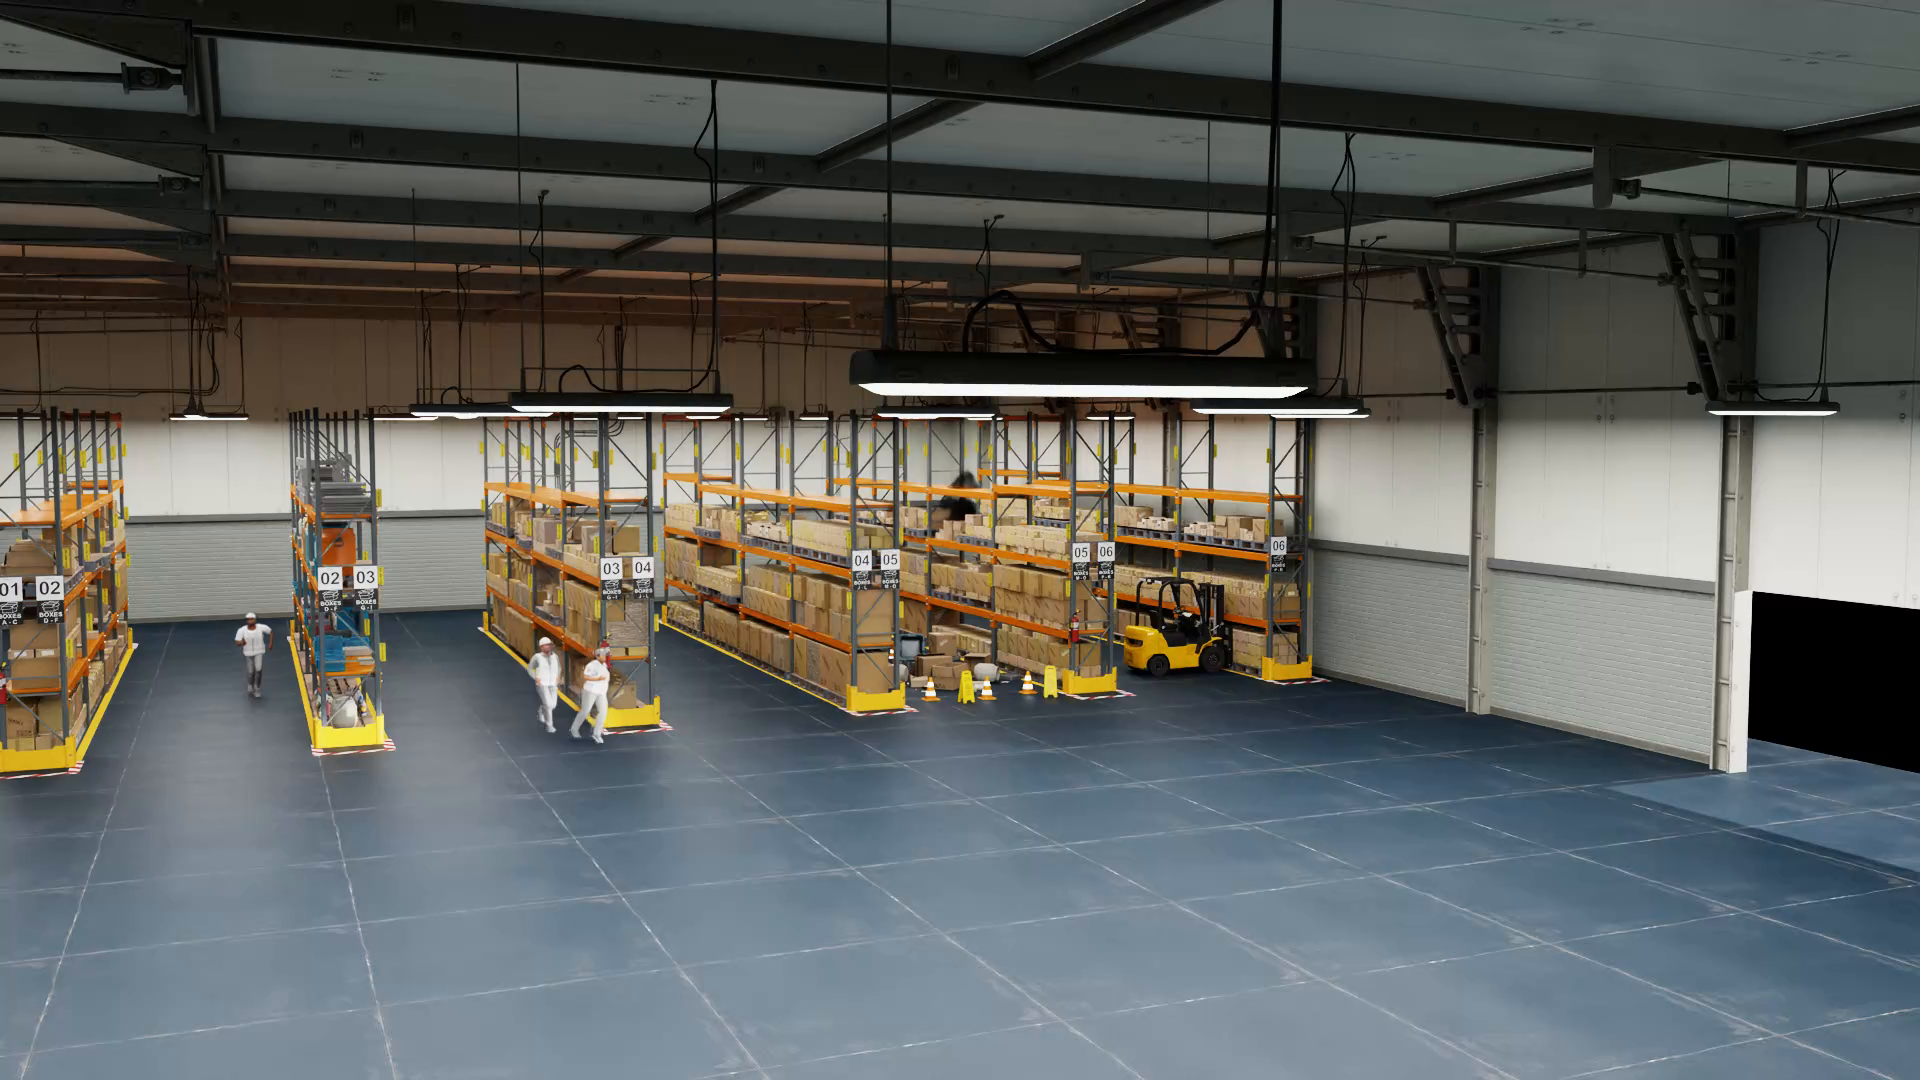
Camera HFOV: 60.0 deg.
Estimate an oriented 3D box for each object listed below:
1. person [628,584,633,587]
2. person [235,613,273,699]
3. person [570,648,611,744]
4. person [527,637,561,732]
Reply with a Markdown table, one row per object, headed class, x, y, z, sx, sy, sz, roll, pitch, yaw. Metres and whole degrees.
| class | x | y | z | sx | sy | sz | roll | pitch | yaw |
| --- | --- | --- | --- | --- | --- | --- | --- | --- | --- |
| person | -9.391 | 1.524 | 47.997 | 0.761 | 1.733 | 0.613 | 2 | 4 | 26 |
| person | -14.766 | 2.407 | 34.808 | 0.710 | 1.800 | 0.894 | -1 | 4 | -16 |
| person | -6.604 | 2.799 | 30.127 | 0.804 | 1.677 | 0.640 | 3 | 5 | 40 |
| person | -7.766 | 2.684 | 31.076 | 0.665 | 1.754 | 0.719 | -3 | 5 | -41 |
